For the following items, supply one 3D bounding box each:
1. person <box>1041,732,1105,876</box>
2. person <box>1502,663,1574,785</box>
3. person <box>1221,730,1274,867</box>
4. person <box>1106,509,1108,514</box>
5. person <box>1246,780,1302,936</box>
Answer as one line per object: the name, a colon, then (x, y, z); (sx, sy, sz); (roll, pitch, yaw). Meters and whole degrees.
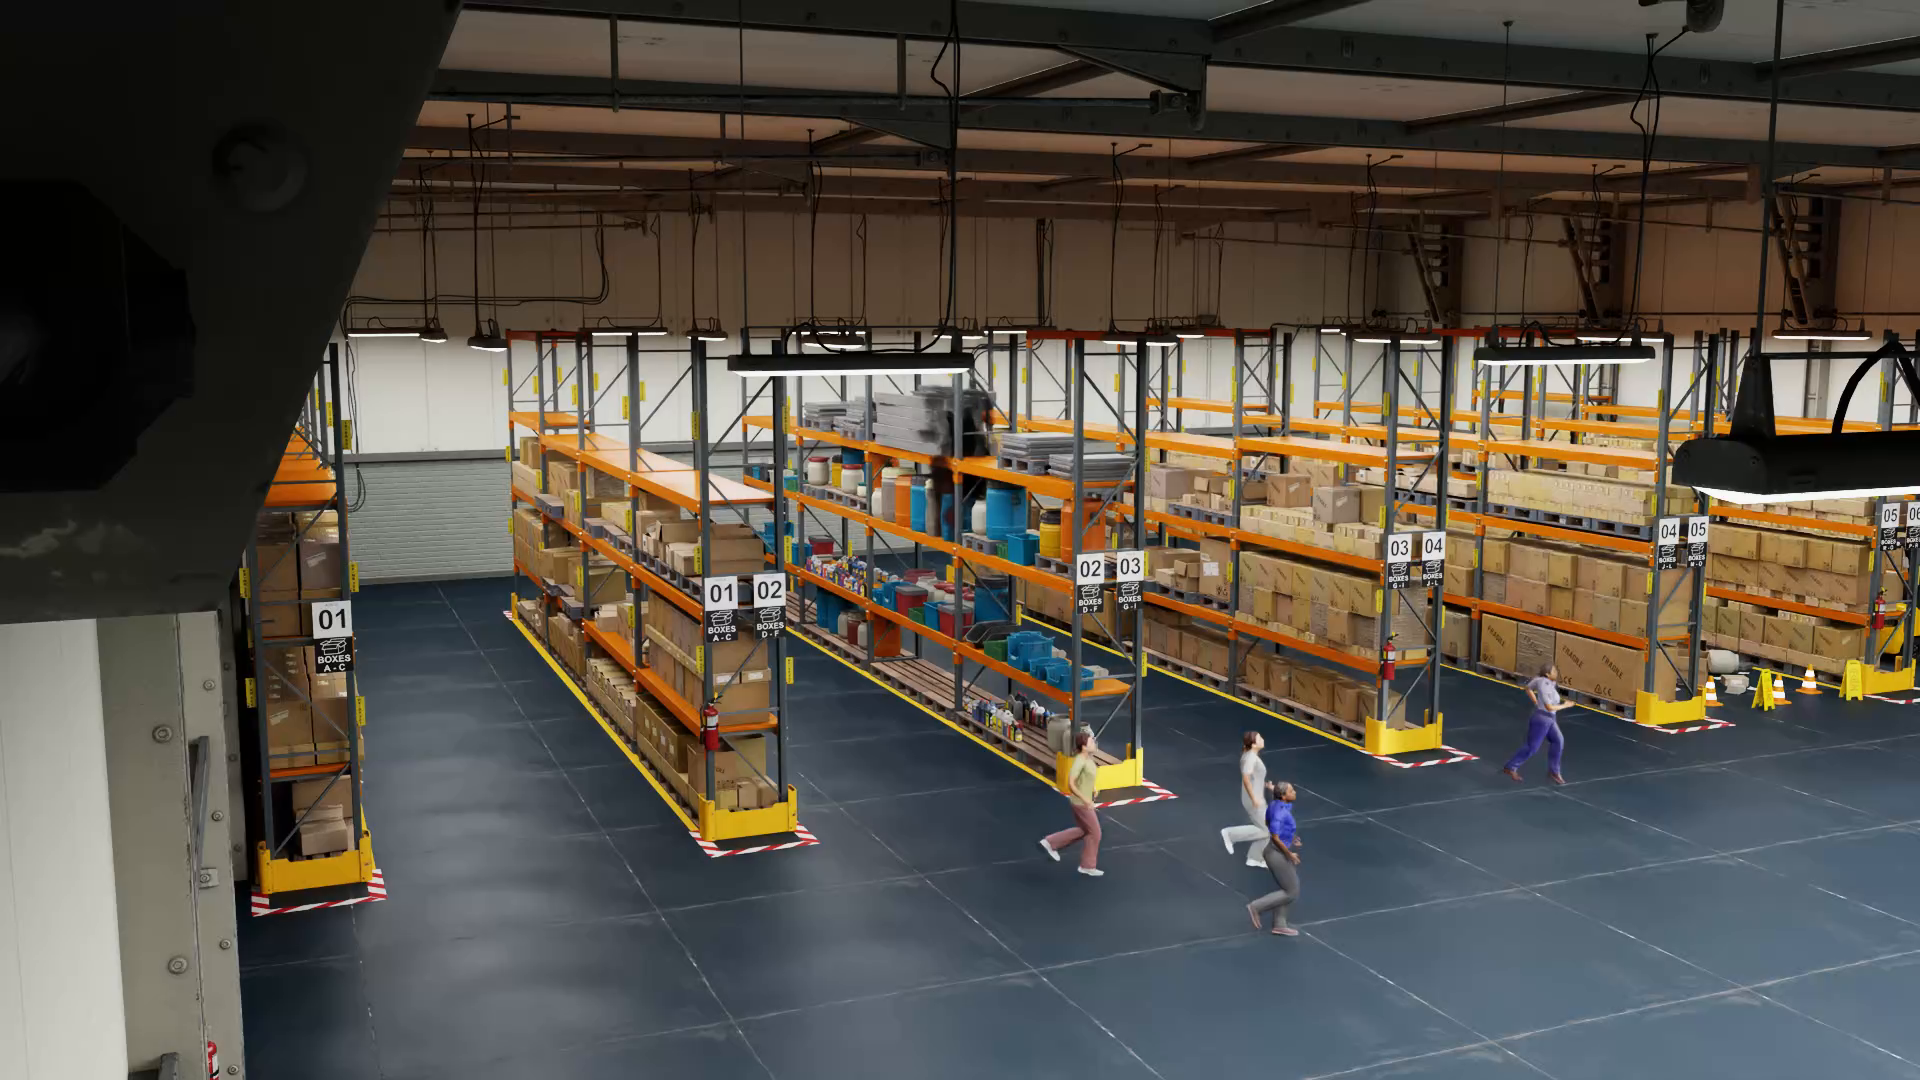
person: (1.279, 2.978, 18.812); (0.733, 1.672, 0.586); (1, 8, 8)
person: (7.804, 2.485, 22.447); (0.881, 1.697, 0.610); (3, 8, 18)
person: (3.309, 2.961, 19.042); (0.612, 1.600, 0.565); (1, 8, 7)
person: (3.326, 0.079, 39.674); (0.733, 1.726, 0.529); (1, 8, 7)
person: (3.213, 3.245, 16.987); (0.609, 1.631, 0.576); (0, 8, 0)
